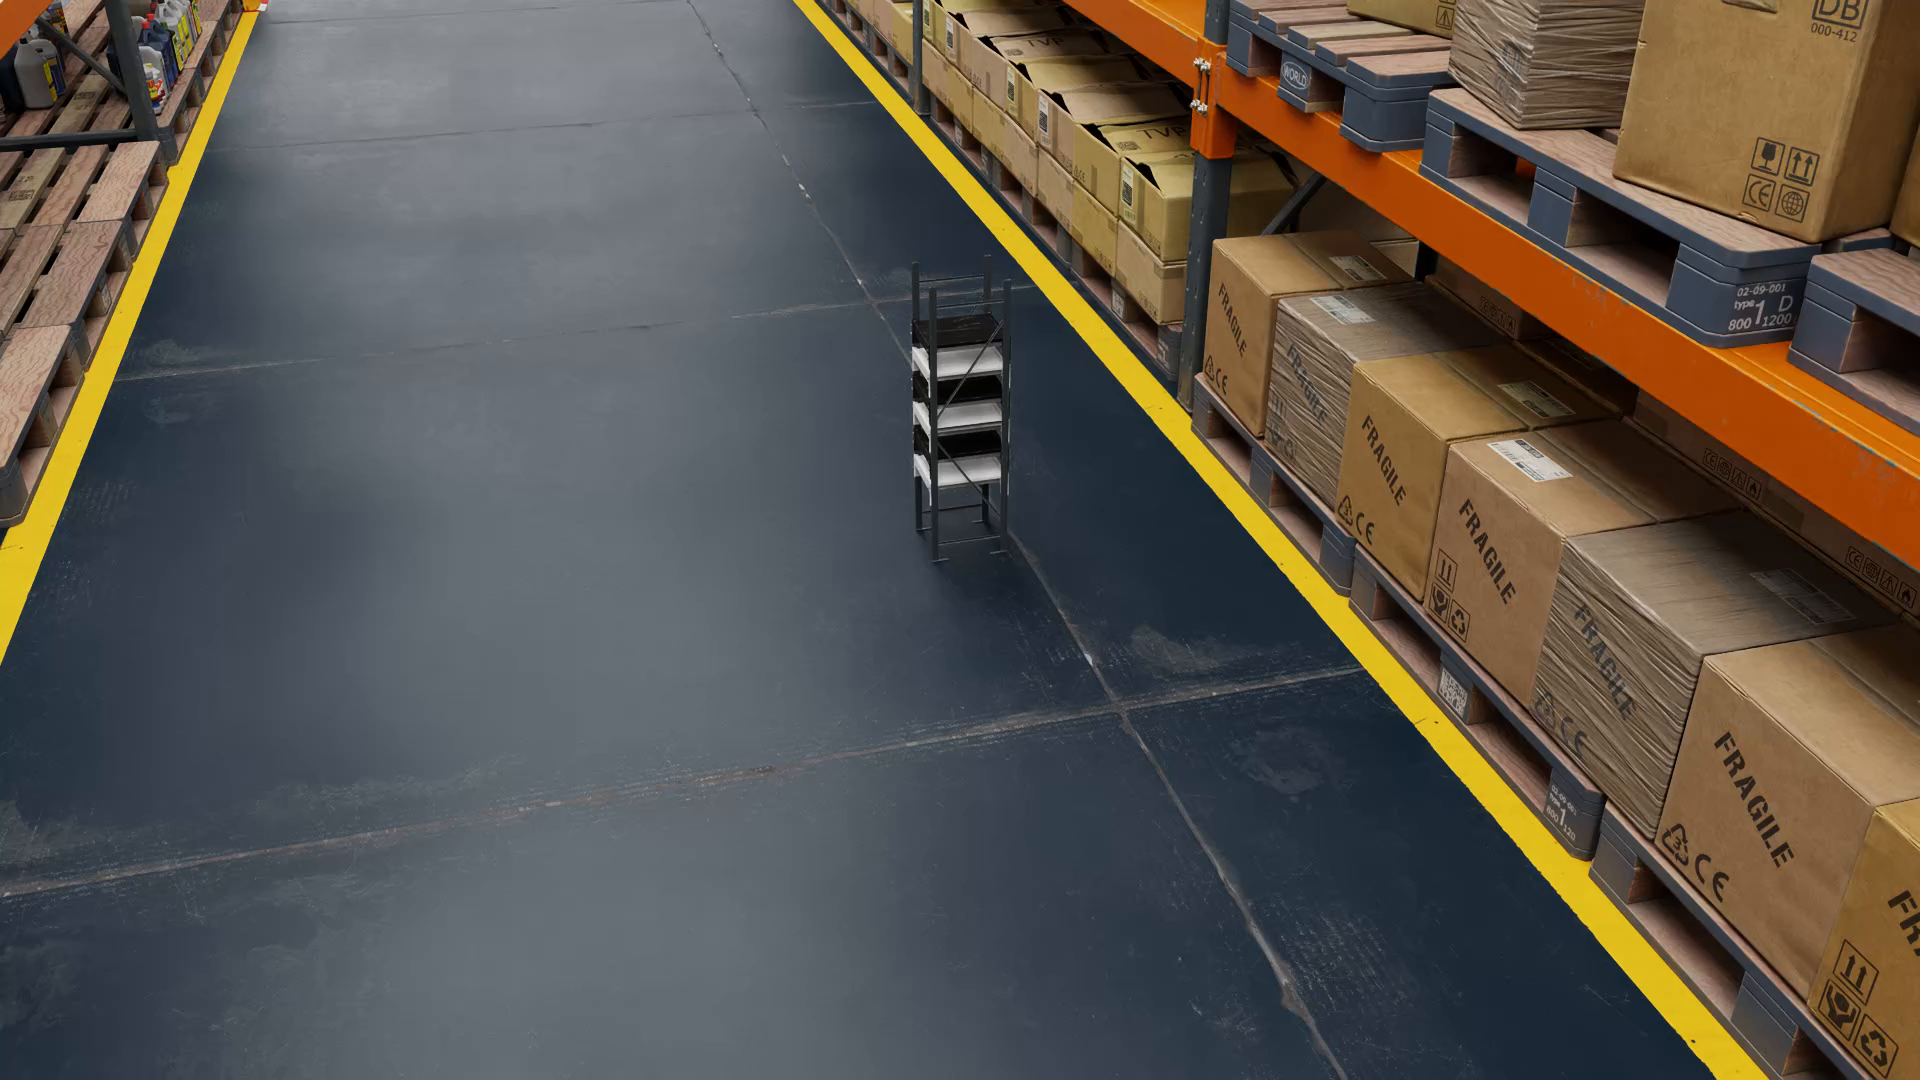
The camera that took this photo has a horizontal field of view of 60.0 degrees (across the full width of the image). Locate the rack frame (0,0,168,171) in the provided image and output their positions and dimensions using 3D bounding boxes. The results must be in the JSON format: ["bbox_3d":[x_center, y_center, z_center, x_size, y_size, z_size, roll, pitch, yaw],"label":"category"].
[{"bbox_3d":[-4.542,-3.119,7.644,1.000,3.000,0.127,-8,31,-13],"label":"rack frame"}]

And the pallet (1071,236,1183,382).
[{"bbox_3d":[1.116,-1.040,6.836,1.003,0.211,1.213,-8,31,-13],"label":"pallet"}]

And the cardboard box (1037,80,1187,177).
[{"bbox_3d":[0.645,-1.793,7.119,0.500,0.311,0.500,-8,31,-14],"label":"cardboard box"}]

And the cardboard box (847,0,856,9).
[{"bbox_3d":[-0.502,-3.686,10.950,0.500,0.250,0.500,-8,31,-13],"label":"cardboard box"}]

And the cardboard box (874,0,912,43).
[{"bbox_3d":[-0.222,-3.205,10.119,0.500,0.250,0.500,-8,31,-13],"label":"cardboard box"}]

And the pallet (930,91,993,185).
[{"bbox_3d":[0.468,-2.218,8.872,1.003,0.211,1.213,-8,31,-13],"label":"pallet"}]

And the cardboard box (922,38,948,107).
[{"bbox_3d":[0.103,-2.540,8.969,0.500,0.250,0.500,-9,31,-14],"label":"cardboard box"}]

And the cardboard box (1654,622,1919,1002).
[{"bbox_3d":[1.828,0.539,3.380,0.500,0.500,0.500,-8,31,-13],"label":"cardboard box"}]

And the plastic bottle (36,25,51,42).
[{"bbox_3d":[-5.035,-2.681,9.160,0.061,0.283,0.133,-8,31,-13],"label":"plastic bottle"}]

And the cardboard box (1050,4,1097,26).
[{"bbox_3d":[0.763,-2.602,8.517,0.500,0.311,0.500,-7,31,-12],"label":"cardboard box"}]

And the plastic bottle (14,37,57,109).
[{"bbox_3d":[-4.852,-2.455,8.702,0.144,0.351,0.185,-8,31,-13],"label":"plastic bottle"}]

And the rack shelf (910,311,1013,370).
[{"bbox_3d":[0.002,-0.590,4.899,0.258,0.077,0.200,-8,31,-13],"label":"rack shelf"}]

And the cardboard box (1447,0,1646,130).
[{"bbox_3d":[1.631,-1.313,4.004,0.700,0.500,0.500,-2,30,-4],"label":"cardboard box"}]

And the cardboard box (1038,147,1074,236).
[{"bbox_3d":[0.651,-1.549,7.258,0.500,0.250,0.500,-7,31,-12],"label":"cardboard box"}]

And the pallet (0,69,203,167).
[{"bbox_3d":[-4.680,-2.242,8.913,1.003,0.211,1.213,-8,31,-13],"label":"pallet"}]

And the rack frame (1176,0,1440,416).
[{"bbox_3d":[1.297,-1.844,5.441,1.000,3.000,0.127,-8,31,-13],"label":"rack frame"}]

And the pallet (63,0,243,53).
[{"bbox_3d":[-5.327,-3.421,10.949,1.003,0.211,1.213,-8,31,-13],"label":"pallet"}]

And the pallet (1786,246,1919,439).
[{"bbox_3d":[2.251,-0.229,2.844,1.003,0.211,1.213,-8,31,-13],"label":"pallet"}]

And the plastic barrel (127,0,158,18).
[{"bbox_3d":[-5.222,-3.606,10.550,0.421,0.512,0.421,0,30,0],"label":"plastic barrel"}]

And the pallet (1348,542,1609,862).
[{"bbox_3d":[1.779,0.317,4.492,1.003,0.211,1.213,-8,31,-13],"label":"pallet"}]

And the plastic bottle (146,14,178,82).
[{"bbox_3d":[-4.406,-2.699,9.124,0.144,0.351,0.185,-9,31,-15],"label":"plastic bottle"}]

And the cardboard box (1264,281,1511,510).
[{"bbox_3d":[1.286,-0.442,5.076,0.500,0.500,0.500,-9,31,-15],"label":"cardboard box"}]

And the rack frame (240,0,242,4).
[{"bbox_3d":[-5.603,-5.051,10.982,1.000,3.000,0.127,-8,31,-13],"label":"rack frame"}]

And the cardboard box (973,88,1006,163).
[{"bbox_3d":[0.378,-2.043,8.111,0.500,0.250,0.500,-9,31,-15],"label":"cardboard box"}]

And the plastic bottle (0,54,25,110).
[{"bbox_3d":[-4.991,-2.436,8.669,0.144,0.351,0.185,-9,31,-15],"label":"plastic bottle"}]

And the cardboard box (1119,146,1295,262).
[{"bbox_3d":[0.920,-1.299,6.265,0.500,0.311,0.500,-7,31,-12],"label":"cardboard box"}]

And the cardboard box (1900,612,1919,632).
[{"bbox_3d":[2.313,0.457,3.522,0.500,0.500,0.500,-7,31,-13],"label":"cardboard box"}]

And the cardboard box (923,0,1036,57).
[{"bbox_3d":[0.104,-2.777,8.820,0.500,0.311,0.500,-8,31,-13],"label":"cardboard box"}]

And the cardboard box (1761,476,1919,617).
[{"bbox_3d":[2.199,-0.094,3.726,0.500,0.250,0.500,-8,31,-13],"label":"cardboard box"}]

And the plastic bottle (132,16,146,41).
[{"bbox_3d":[-4.655,-2.840,9.442,0.152,0.276,0.135,-8,31,-13],"label":"plastic bottle"}]

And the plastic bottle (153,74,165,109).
[{"bbox_3d":[-4.231,-2.360,8.686,0.097,0.201,0.097,0,30,0],"label":"plastic bottle"}]

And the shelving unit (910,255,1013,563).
[{"bbox_3d":[0.002,-0.386,5.018,0.258,0.900,0.210,-8,31,-13],"label":"shelving unit"}]

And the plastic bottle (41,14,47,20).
[{"bbox_3d":[-5.305,-2.930,9.601,0.097,0.271,0.097,0,30,0],"label":"plastic bottle"}]

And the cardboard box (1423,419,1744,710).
[{"bbox_3d":[1.558,0.052,4.222,0.500,0.500,0.500,-9,31,-15],"label":"cardboard box"}]

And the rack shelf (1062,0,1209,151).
[{"bbox_3d":[0.766,-2.498,7.290,1.077,0.370,4.000,-8,31,-13],"label":"rack shelf"}]

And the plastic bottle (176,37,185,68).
[{"bbox_3d":[-4.459,-2.774,9.403,0.097,0.201,0.097,0,30,0],"label":"plastic bottle"}]

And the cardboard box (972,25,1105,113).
[{"bbox_3d":[0.371,-2.285,7.970,0.500,0.311,0.500,-9,31,-15],"label":"cardboard box"}]

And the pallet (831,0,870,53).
[{"bbox_3d":[-0.263,-3.549,11.171,1.003,0.211,1.213,-8,31,-13],"label":"pallet"}]

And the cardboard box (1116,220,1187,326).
[{"bbox_3d":[0.922,-1.057,6.408,0.500,0.250,0.500,-7,31,-12],"label":"cardboard box"}]

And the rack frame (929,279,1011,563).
[{"bbox_3d":[0.029,-0.336,4.933,0.240,0.900,0.006,-8,31,-13],"label":"rack frame"}]

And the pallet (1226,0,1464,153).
[{"bbox_3d":[1.544,-1.443,4.940,1.213,0.211,1.003,-8,31,-13],"label":"pallet"}]

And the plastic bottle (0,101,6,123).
[{"bbox_3d":[-4.938,-2.232,8.466,0.097,0.201,0.097,0,30,0],"label":"plastic bottle"}]

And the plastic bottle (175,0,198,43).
[{"bbox_3d":[-4.653,-3.108,9.906,0.152,0.276,0.135,-8,31,-13],"label":"plastic bottle"}]

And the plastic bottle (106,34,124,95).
[{"bbox_3d":[-4.495,-2.589,8.933,0.144,0.351,0.185,-8,31,-13],"label":"plastic bottle"}]

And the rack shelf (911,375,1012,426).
[{"bbox_3d":[0.002,-0.435,4.989,0.258,0.077,0.200,-8,31,-13],"label":"rack shelf"}]

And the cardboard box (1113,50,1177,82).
[{"bbox_3d":[1.023,-2.118,7.680,0.500,0.311,0.500,-8,31,-14],"label":"cardboard box"}]

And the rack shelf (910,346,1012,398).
[{"bbox_3d":[0.002,-0.512,4.944,0.258,0.077,0.200,-8,31,-13],"label":"rack shelf"}]

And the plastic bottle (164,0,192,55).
[{"bbox_3d":[-4.568,-2.994,9.634,0.144,0.351,0.185,-7,31,-11],"label":"plastic bottle"}]

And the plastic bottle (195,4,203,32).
[{"bbox_3d":[-4.693,-3.201,10.141,0.097,0.201,0.097,0,30,0],"label":"plastic bottle"}]

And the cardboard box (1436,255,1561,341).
[{"bbox_3d":[1.790,-0.830,4.997,0.500,0.250,0.500,-7,31,-11],"label":"cardboard box"}]

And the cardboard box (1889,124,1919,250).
[{"bbox_3d":[2.205,-0.719,2.979,0.700,0.500,0.500,-3,30,-5],"label":"cardboard box"}]

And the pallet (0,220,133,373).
[{"bbox_3d":[-3.968,-0.948,6.677,1.003,0.211,1.213,-8,31,-13],"label":"pallet"}]

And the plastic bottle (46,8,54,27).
[{"bbox_3d":[-5.380,-3.037,9.775,0.061,0.283,0.133,-7,31,-12],"label":"plastic bottle"}]

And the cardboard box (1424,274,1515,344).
[{"bbox_3d":[1.771,-0.532,5.231,0.500,0.500,0.500,-7,31,-11],"label":"cardboard box"}]

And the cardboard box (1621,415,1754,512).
[{"bbox_3d":[2.054,-0.029,4.362,0.500,0.500,0.500,-9,31,-15],"label":"cardboard box"}]

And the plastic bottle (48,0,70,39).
[{"bbox_3d":[-5.423,-3.143,9.971,0.097,0.271,0.097,0,30,0],"label":"plastic bottle"}]

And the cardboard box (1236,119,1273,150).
[{"bbox_3d":[1.293,-1.623,6.825,0.500,0.311,0.500,-9,31,-15],"label":"cardboard box"}]

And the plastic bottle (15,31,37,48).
[{"bbox_3d":[-5.127,-2.684,9.098,0.144,0.351,0.185,-8,31,-14],"label":"plastic bottle"}]

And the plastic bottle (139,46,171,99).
[{"bbox_3d":[-4.316,-2.495,8.846,0.152,0.276,0.135,-7,31,-11],"label":"plastic bottle"}]
